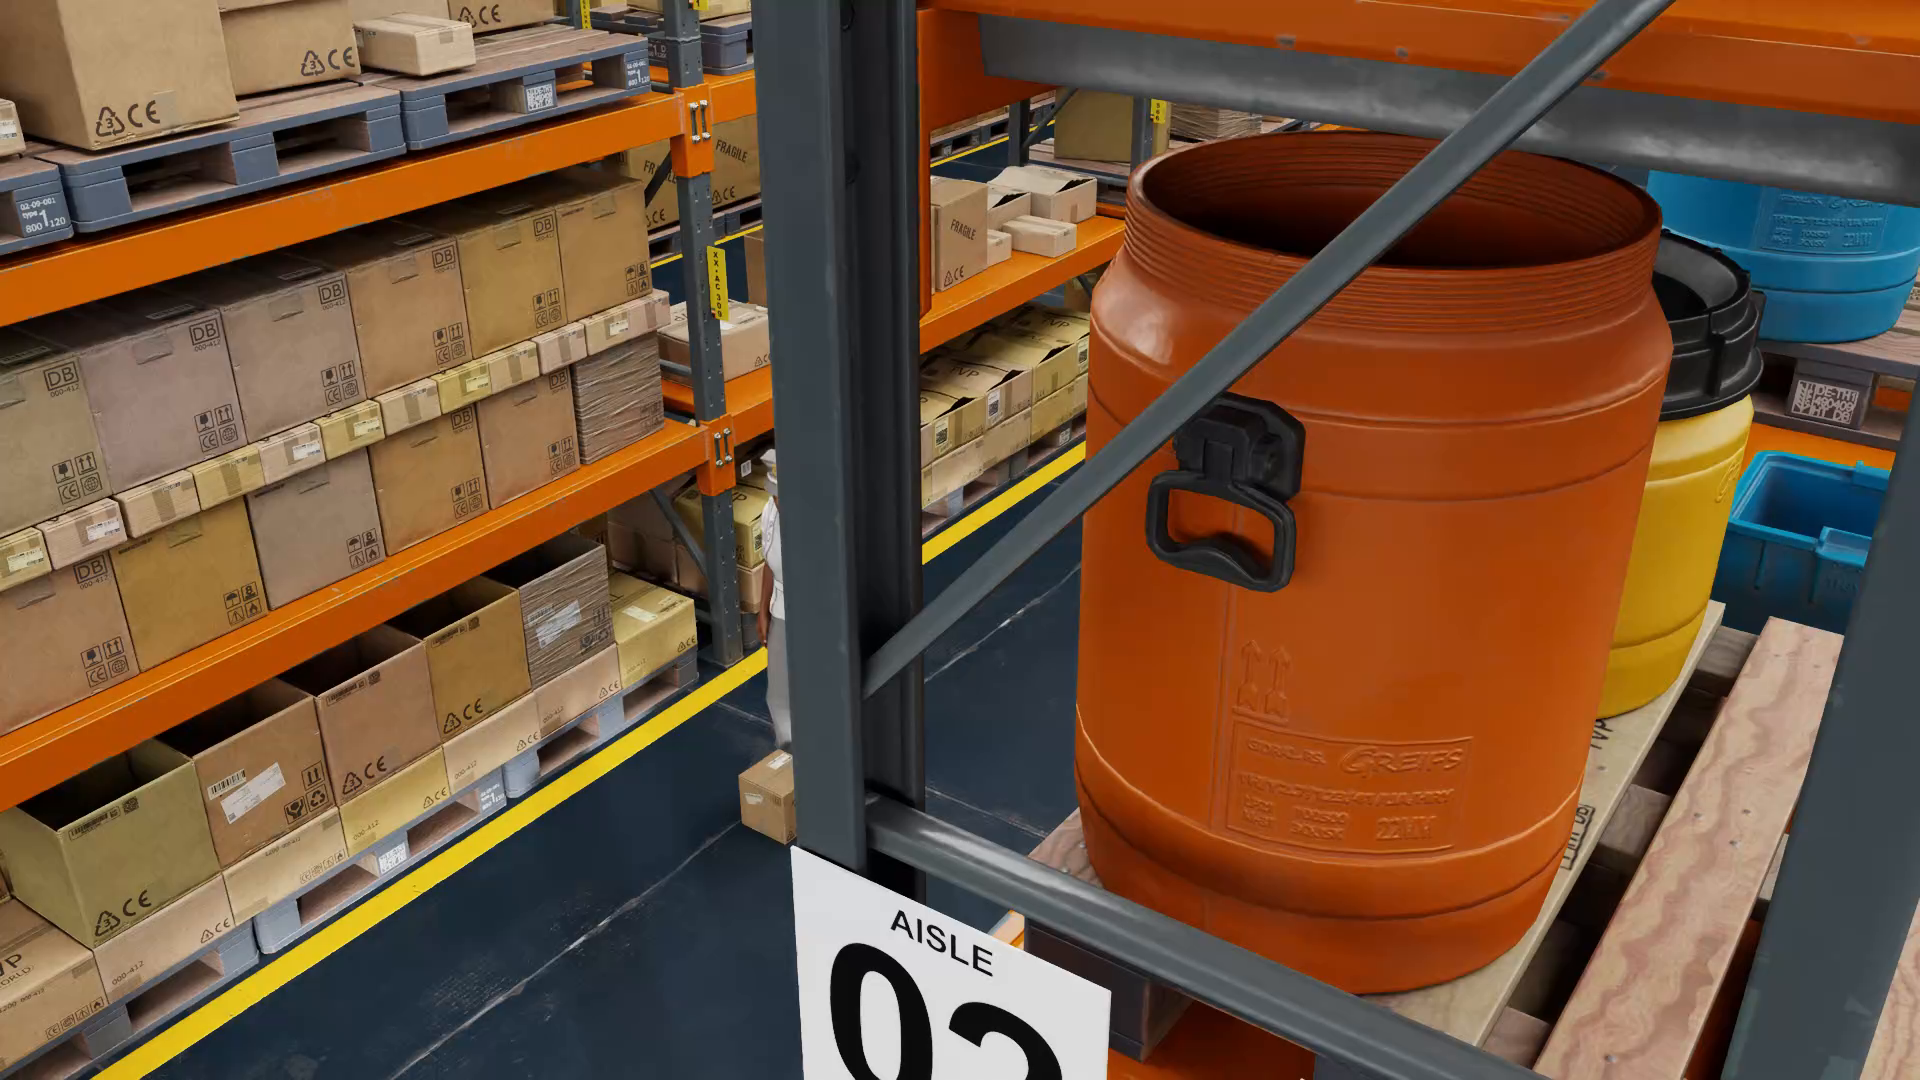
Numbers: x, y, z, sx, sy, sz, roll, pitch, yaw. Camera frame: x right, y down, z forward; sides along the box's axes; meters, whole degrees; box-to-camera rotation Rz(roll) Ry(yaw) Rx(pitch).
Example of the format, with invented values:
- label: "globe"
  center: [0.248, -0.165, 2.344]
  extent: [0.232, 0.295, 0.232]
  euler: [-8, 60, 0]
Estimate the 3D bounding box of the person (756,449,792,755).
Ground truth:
- label: "person"
  center: [-0.635, 0.366, 6.902]
  extent: [0.505, 1.659, 0.392]
  euler: [18, 32, 31]
